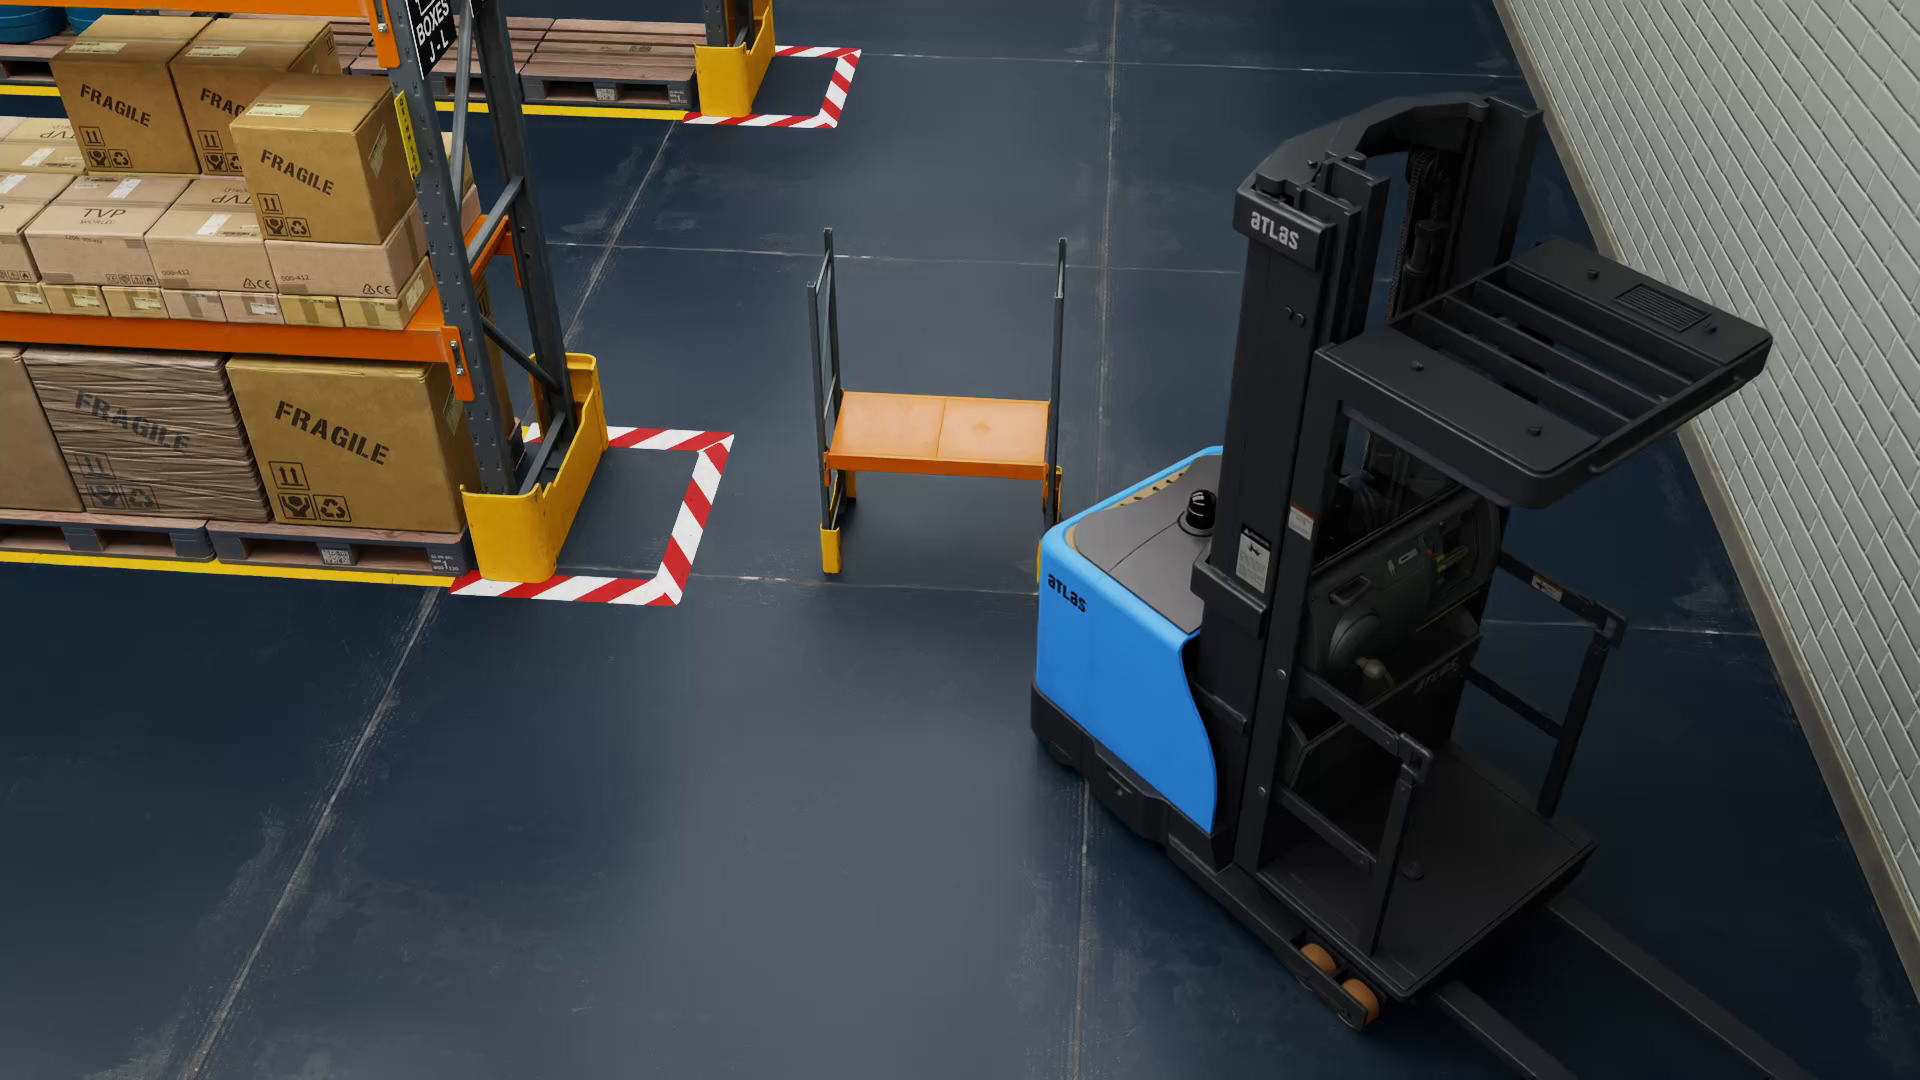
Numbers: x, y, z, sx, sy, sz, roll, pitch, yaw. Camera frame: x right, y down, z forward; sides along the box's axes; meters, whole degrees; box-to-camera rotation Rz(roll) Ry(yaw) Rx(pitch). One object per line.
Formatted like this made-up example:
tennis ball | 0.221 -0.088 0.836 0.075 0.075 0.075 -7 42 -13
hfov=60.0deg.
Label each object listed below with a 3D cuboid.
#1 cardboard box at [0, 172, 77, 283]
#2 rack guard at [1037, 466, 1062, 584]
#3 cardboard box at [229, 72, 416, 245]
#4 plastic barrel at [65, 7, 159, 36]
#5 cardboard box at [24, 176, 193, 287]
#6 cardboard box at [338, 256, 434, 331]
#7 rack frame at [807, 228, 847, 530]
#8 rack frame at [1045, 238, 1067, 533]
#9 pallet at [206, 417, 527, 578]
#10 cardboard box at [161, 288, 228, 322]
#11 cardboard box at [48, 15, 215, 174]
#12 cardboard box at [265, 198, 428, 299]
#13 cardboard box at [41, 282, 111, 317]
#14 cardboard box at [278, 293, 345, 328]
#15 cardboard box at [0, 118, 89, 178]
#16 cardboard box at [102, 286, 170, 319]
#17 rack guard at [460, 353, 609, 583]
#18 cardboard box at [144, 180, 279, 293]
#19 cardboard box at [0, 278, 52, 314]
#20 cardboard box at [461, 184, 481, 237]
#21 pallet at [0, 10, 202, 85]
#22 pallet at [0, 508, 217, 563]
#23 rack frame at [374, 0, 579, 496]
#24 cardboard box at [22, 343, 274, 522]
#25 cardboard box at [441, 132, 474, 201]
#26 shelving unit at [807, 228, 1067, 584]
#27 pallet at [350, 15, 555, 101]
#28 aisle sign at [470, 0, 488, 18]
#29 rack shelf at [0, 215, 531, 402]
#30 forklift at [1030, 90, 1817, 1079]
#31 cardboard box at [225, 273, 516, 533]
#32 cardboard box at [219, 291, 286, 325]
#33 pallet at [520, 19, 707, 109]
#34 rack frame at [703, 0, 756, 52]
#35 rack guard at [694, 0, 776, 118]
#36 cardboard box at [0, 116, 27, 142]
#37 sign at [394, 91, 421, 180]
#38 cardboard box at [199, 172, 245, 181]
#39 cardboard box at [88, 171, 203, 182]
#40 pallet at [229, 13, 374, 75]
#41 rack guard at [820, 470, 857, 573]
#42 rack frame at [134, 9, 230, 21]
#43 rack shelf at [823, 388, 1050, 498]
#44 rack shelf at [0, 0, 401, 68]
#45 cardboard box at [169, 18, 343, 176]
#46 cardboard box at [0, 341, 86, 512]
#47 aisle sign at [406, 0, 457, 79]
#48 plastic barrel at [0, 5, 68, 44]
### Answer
cardboard box | -4.077 -1.336 7.069 0.500 0.250 0.500 3 39 4
rack guard | 0.420 -0.074 7.813 0.087 0.250 0.587 3 39 4
cardboard box | -2.547 -1.548 6.735 0.500 0.500 0.500 4 39 4
plastic barrel | -6.138 -4.061 11.863 0.708 0.901 0.600 3 39 4
cardboard box | -3.557 -1.311 7.038 0.500 0.250 0.500 2 39 2
cardboard box | -2.422 -1.053 7.037 0.250 0.149 0.380 4 39 5
rack frame | -0.591 -0.614 7.487 0.032 1.500 0.500 3 39 4
rack frame | 0.421 -0.559 7.419 0.032 1.500 0.500 3 39 4
pallet | -2.843 -0.251 8.062 1.213 0.211 1.003 3 39 4
cardboard box | -3.181 -1.095 7.089 0.250 0.149 0.380 4 39 5
cardboard box | -3.509 -1.934 7.209 0.500 0.500 0.500 2 39 3
cardboard box | -2.545 -1.255 6.969 0.500 0.250 0.500 3 39 3
cardboard box | -3.699 -1.122 7.121 0.250 0.149 0.380 3 39 4
cardboard box | -2.682 -1.066 7.053 0.250 0.149 0.380 4 39 4
cardboard box | -4.033 -1.670 7.480 0.500 0.250 0.500 2 39 3
cardboard box | -3.440 -1.108 7.104 0.250 0.149 0.380 2 39 3
rack guard | -2.015 -0.368 7.976 0.348 0.500 1.175 3 39 4
cardboard box | -3.050 -1.283 7.004 0.500 0.250 0.500 2 39 3
cardboard box | -3.945 -1.137 7.140 0.250 0.149 0.380 4 39 5
cardboard box | -2.365 -1.468 7.547 0.250 0.149 0.380 4 39 4
pallet | -6.362 -3.658 12.247 1.213 0.211 1.003 3 39 4
pallet | -4.055 -0.319 8.146 1.213 0.211 1.003 3 39 4
rack frame | -2.039 -1.338 7.189 0.127 3.000 1.000 3 39 4
cardboard box | -3.590 -0.711 7.769 0.875 0.875 0.875 3 39 4
cardboard box | -2.494 -1.591 7.383 0.500 0.250 0.500 2 39 3
shelving unit | -0.076 -0.586 7.452 1.083 1.500 0.587 3 39 4
pallet | -3.642 -3.509 12.065 1.213 0.211 1.003 3 39 4
aisle sign | -1.942 -2.531 6.595 0.004 0.787 0.394 3 39 4
rack shelf | -4.032 -1.168 7.549 4.000 0.370 1.077 3 39 4
forklift | 1.599 0.208 5.343 1.130 2.935 3.031 -27 46 -29
cardboard box | -2.684 -0.662 7.708 0.875 0.875 0.875 3 39 4
cardboard box | -2.933 -1.081 7.071 0.250 0.149 0.380 3 39 4
pallet | -2.430 -3.441 11.981 1.213 0.211 1.003 3 39 4
rack frame | -1.612 -4.453 11.016 0.127 3.000 1.000 3 39 4
rack guard | -1.587 -3.491 11.813 0.348 0.500 1.175 3 39 4
cardboard box | -4.538 -1.700 7.516 0.500 0.250 0.500 4 39 5
sign | -2.100 -1.539 6.330 0.005 0.325 0.100 3 39 4
cardboard box | -3.013 -1.616 7.412 0.500 0.250 0.500 3 39 3
cardboard box | -3.513 -1.645 7.449 0.500 0.250 0.500 2 39 2
pallet | -4.861 -3.574 12.144 1.213 0.211 1.003 3 39 4
rack guard | -0.572 -0.128 7.880 0.087 0.250 0.587 3 39 4
rack frame | -5.597 -4.671 11.283 0.127 3.000 1.000 3 39 4
rack shelf | -0.085 -0.447 7.566 1.000 0.185 0.538 3 39 4
rack shelf | -4.032 -2.332 6.603 4.000 0.370 1.077 3 39 4
cardboard box | -2.992 -1.910 7.179 0.500 0.500 0.500 2 39 3
cardboard box | -4.477 -0.760 7.828 0.875 0.875 0.875 3 39 4
aisle sign | -1.993 -2.154 6.131 0.004 0.787 0.394 3 39 4
plastic barrel | -6.843 -4.099 11.910 0.708 0.901 0.600 3 39 4
